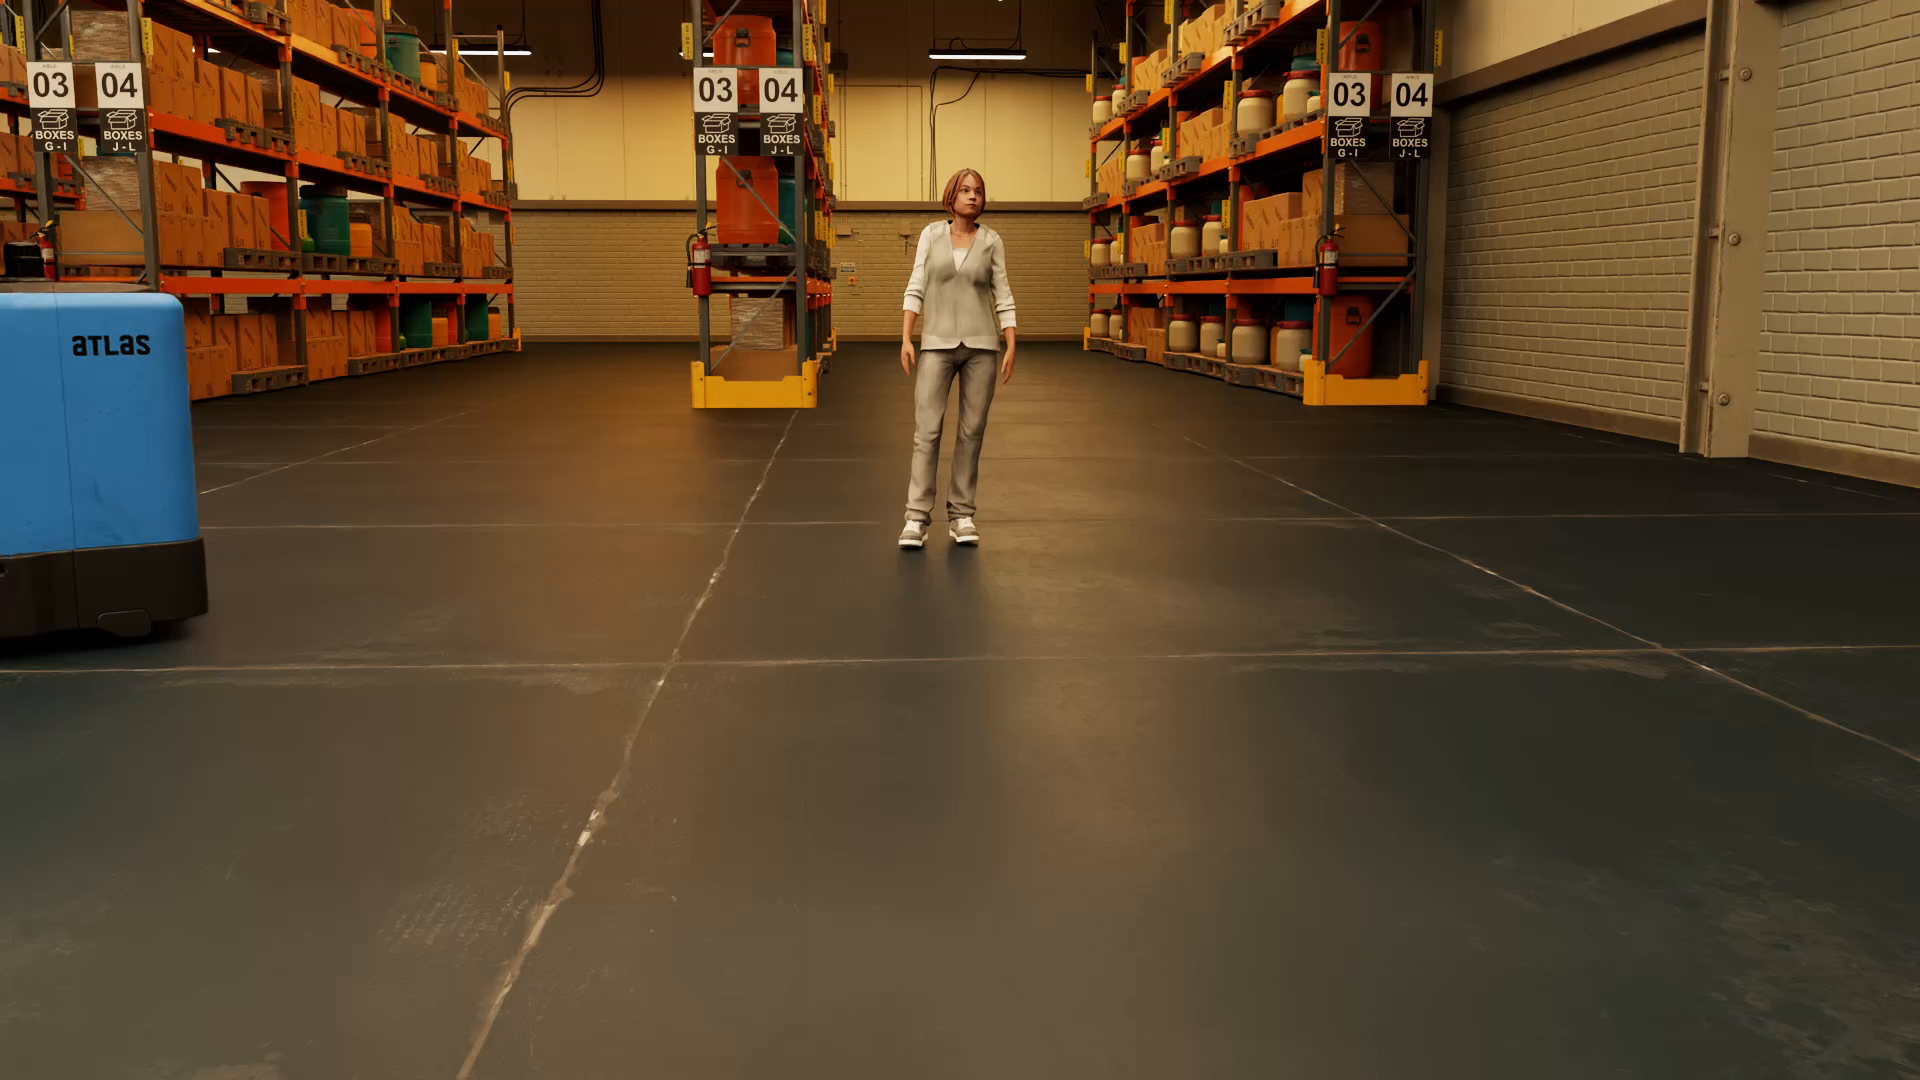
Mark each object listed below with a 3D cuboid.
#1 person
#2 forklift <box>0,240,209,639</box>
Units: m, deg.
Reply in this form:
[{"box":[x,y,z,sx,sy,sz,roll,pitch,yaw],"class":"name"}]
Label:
[{"box":[-0.010,-0.786,7.118,0.520,1.597,0.475,-1,8,-4],"class":"person"},{"box":[-3.888,-1.080,4.602,3.031,2.935,1.130,-6,10,-34],"class":"forklift"}]
